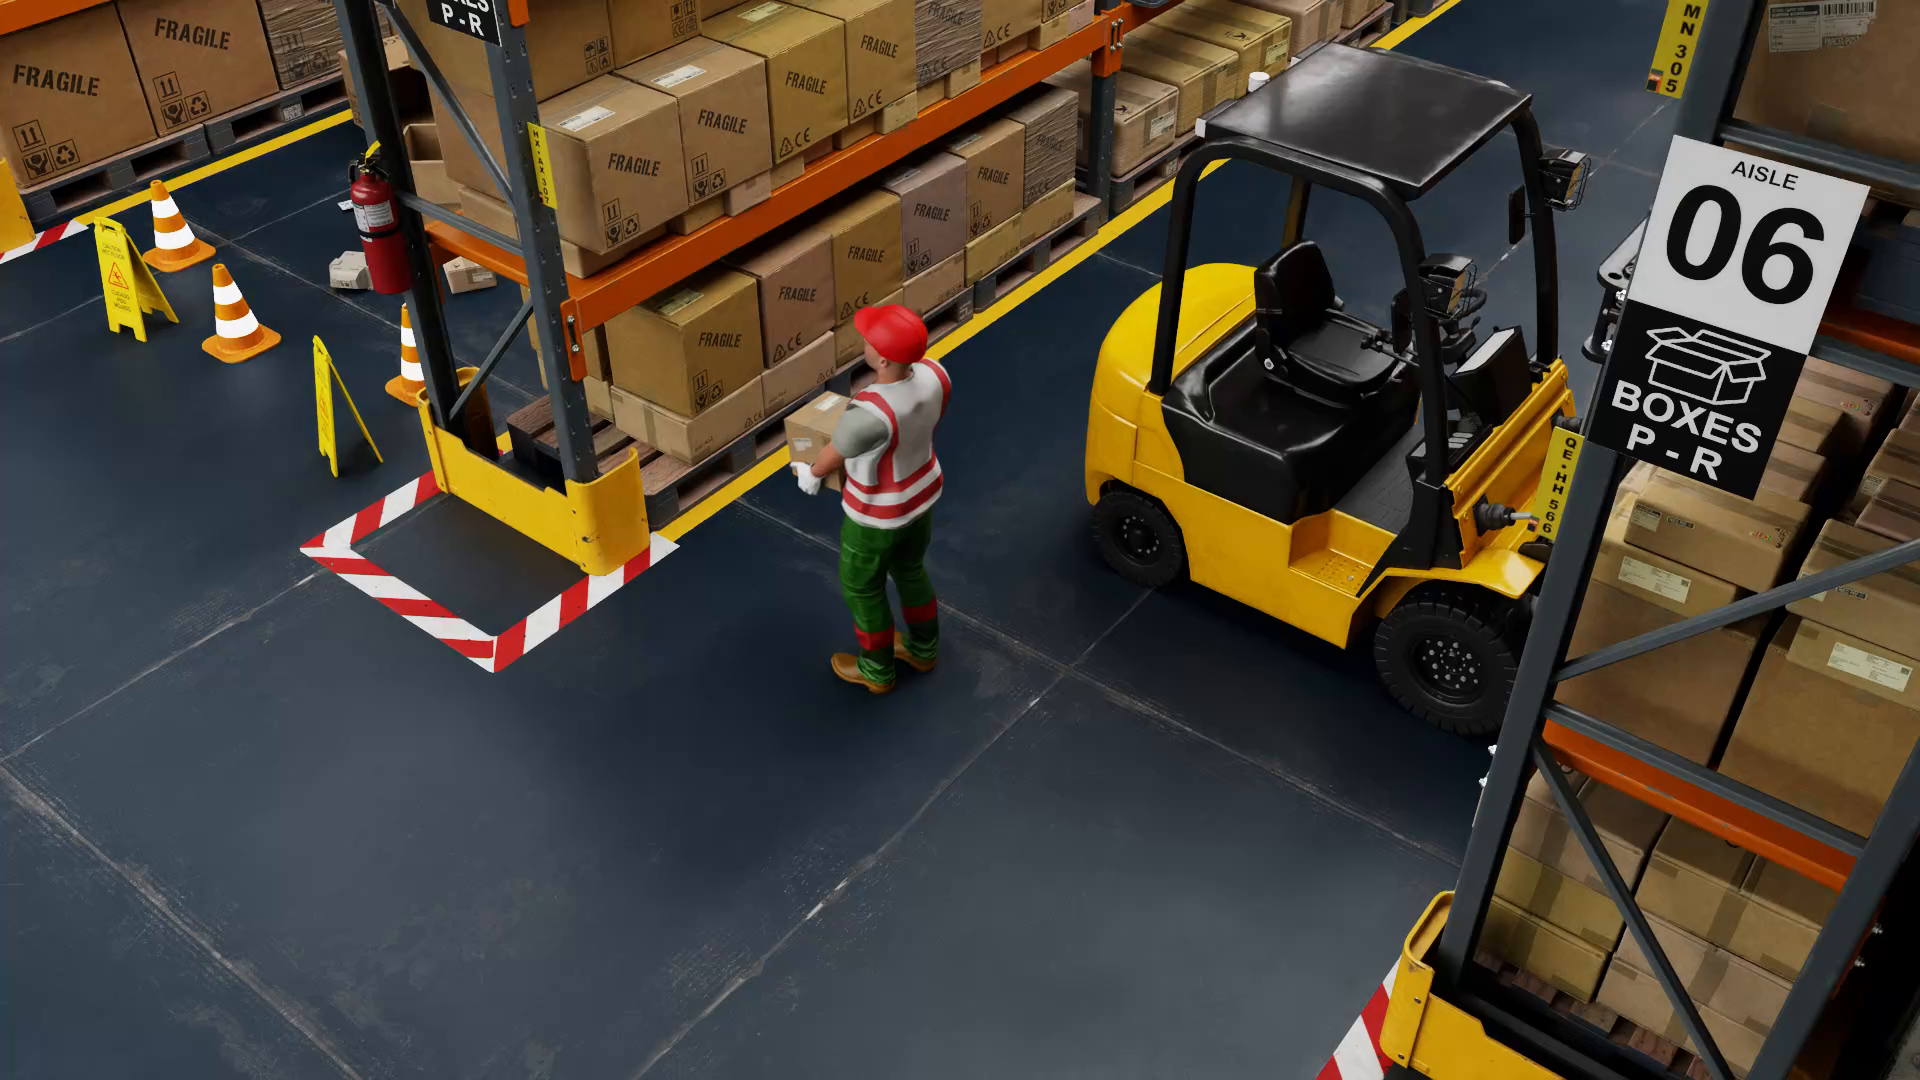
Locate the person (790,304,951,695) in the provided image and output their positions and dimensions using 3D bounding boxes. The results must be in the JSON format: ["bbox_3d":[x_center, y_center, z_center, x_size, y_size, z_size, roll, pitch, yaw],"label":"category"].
[{"bbox_3d":[-0.351,-0.171,6.355,0.572,1.782,0.493,26,45,29],"label":"person"}]
